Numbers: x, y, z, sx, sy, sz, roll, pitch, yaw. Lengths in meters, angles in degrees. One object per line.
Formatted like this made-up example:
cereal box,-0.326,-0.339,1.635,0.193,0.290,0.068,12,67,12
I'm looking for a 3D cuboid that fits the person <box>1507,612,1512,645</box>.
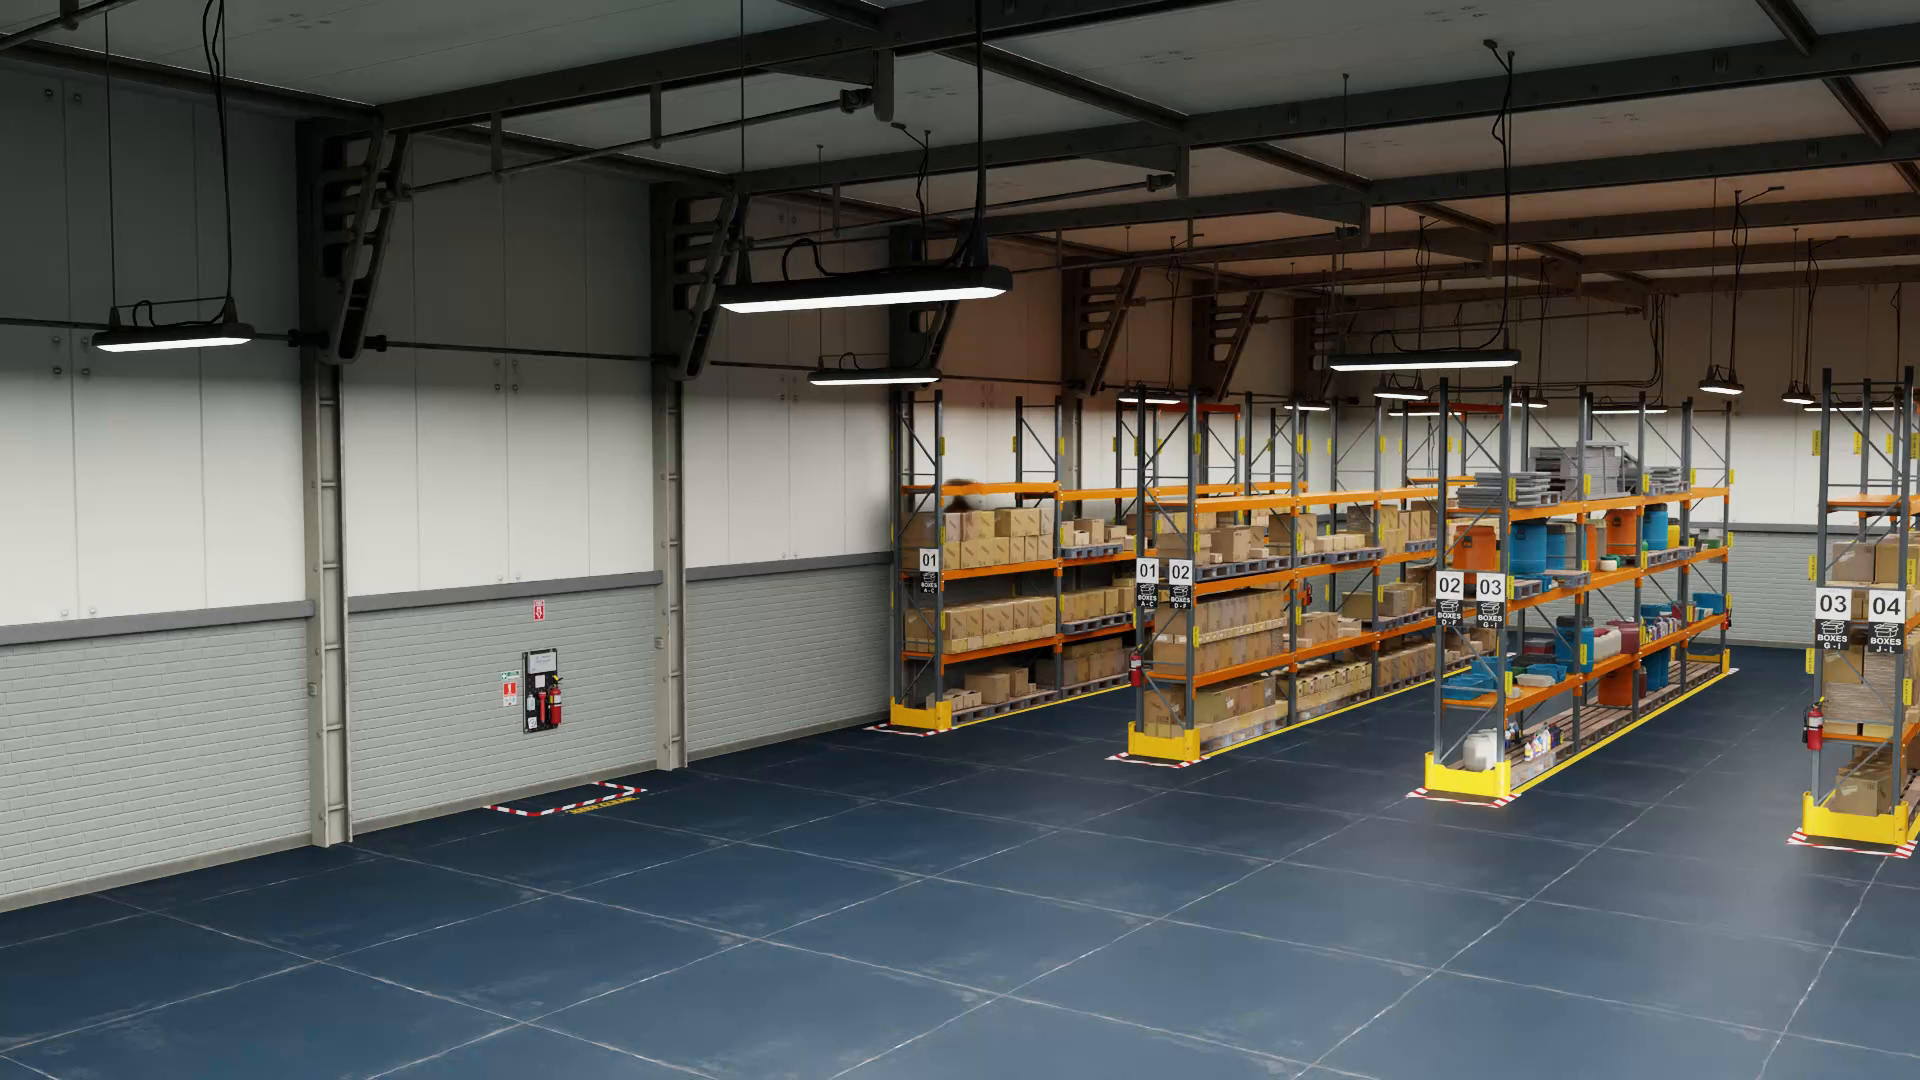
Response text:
person,13.598,1.772,41.943,0.694,1.745,1.027,0,3,2
